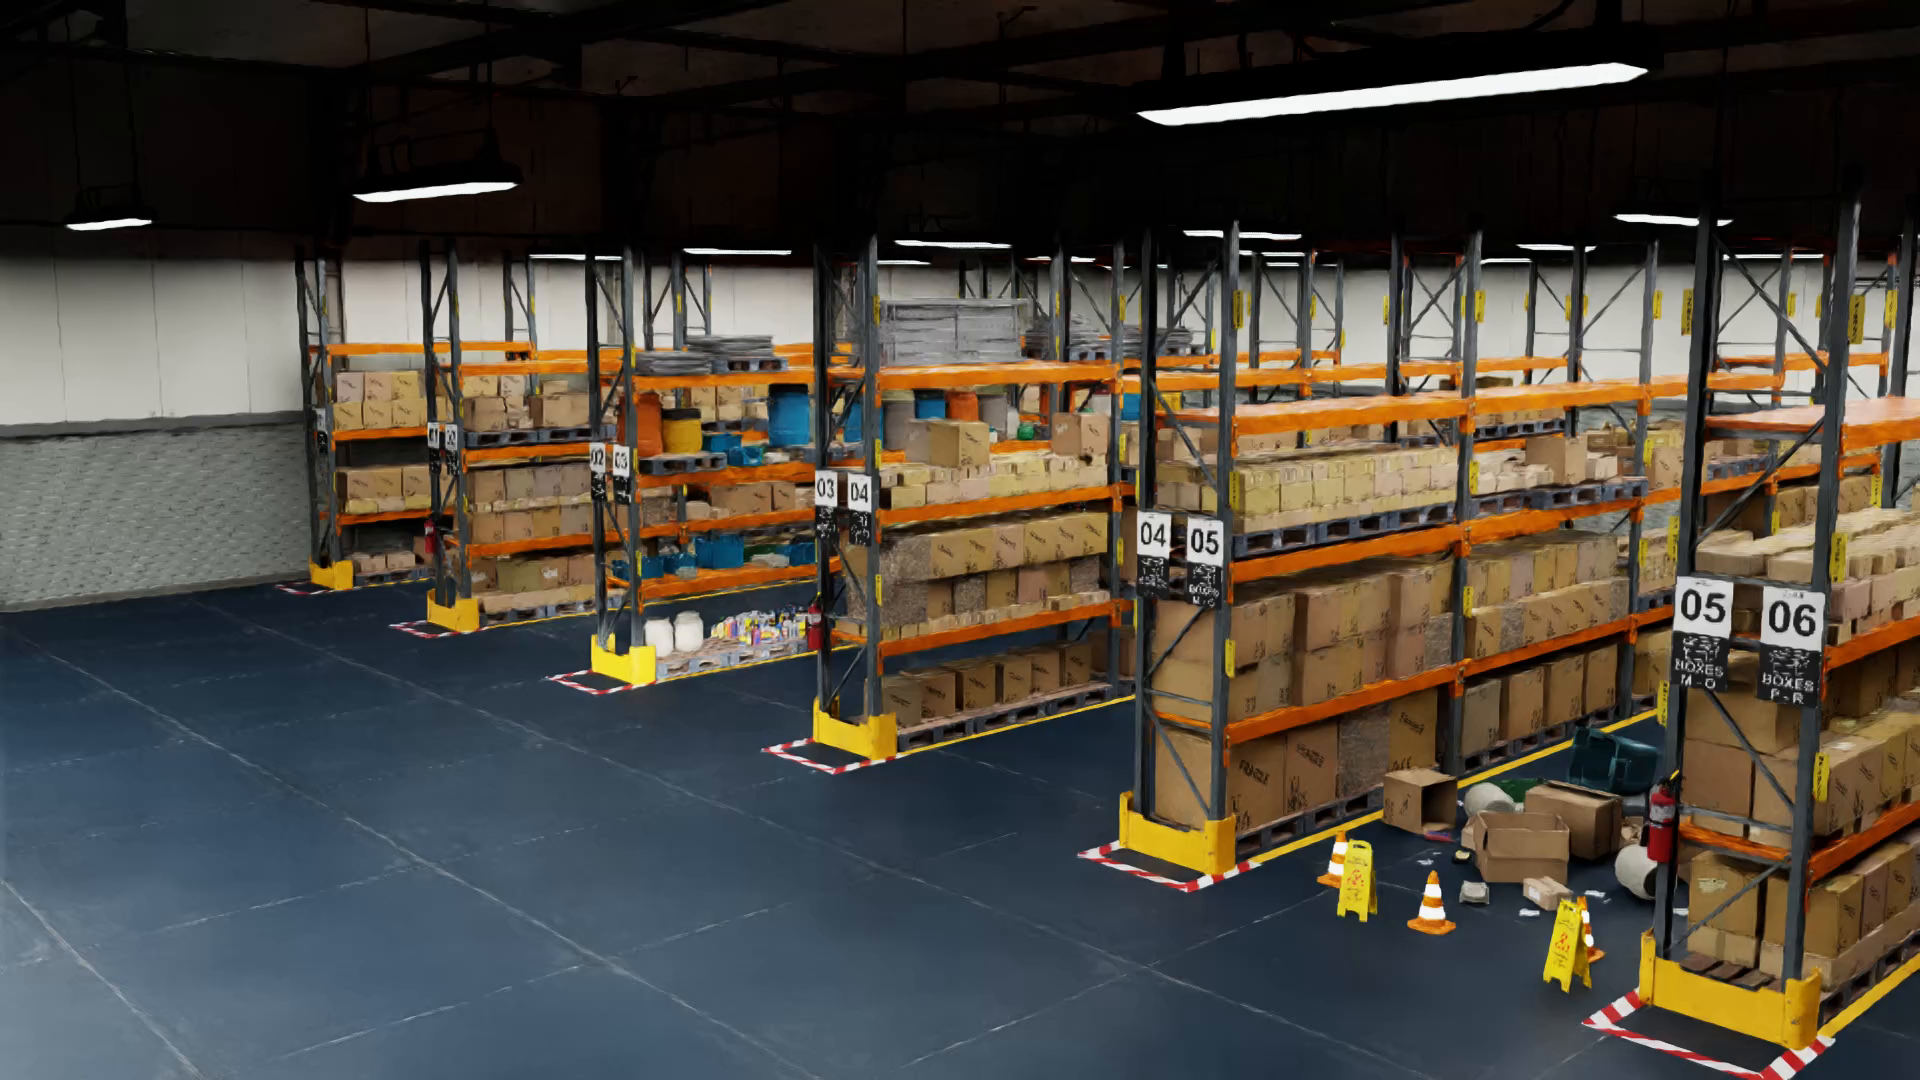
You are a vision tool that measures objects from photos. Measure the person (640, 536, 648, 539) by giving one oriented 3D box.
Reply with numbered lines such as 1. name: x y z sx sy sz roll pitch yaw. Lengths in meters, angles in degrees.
1. person: -5.877 -0.171 30.517 0.457 1.733 0.593 2 9 16

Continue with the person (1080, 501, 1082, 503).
1. person: 3.445 -1.738 41.269 1.040 1.712 0.556 -8 12 -43
